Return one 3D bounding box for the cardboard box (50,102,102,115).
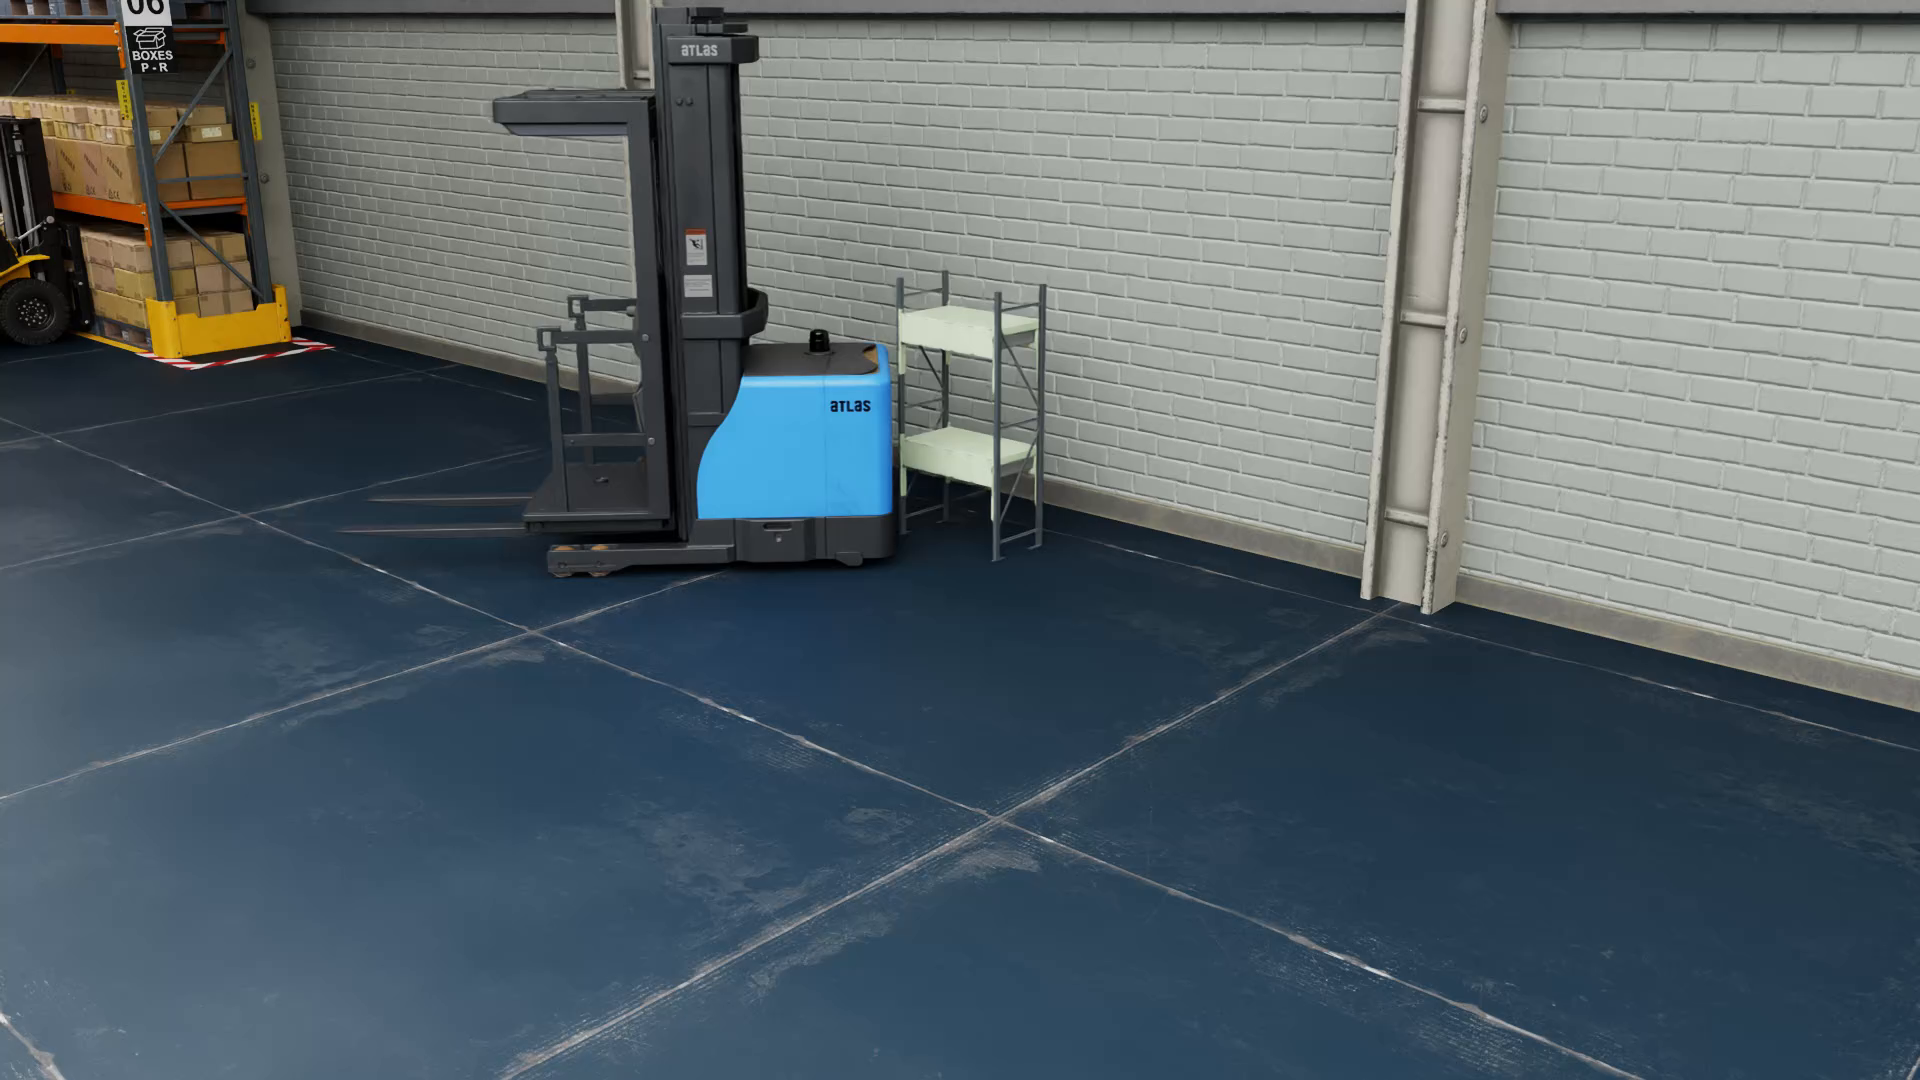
[{"bbox_3d":[-8.278,-4.021,15.593,0.250,0.149,0.380,15,23,40],"label":"cardboard box"}]

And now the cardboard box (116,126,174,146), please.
[{"bbox_3d":[-7.164,-3.554,14.615,0.250,0.149,0.380,15,23,40],"label":"cardboard box"}]

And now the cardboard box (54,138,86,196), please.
[{"bbox_3d":[-8.026,-3.487,15.476,0.500,0.500,0.500,14,23,38],"label":"cardboard box"}]

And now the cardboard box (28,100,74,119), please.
[{"bbox_3d":[-8.653,-4.121,15.909,0.250,0.149,0.380,15,23,39],"label":"cardboard box"}]

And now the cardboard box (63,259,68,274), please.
[{"bbox_3d":[-8.430,-2.649,16.026,0.500,0.250,0.500,15,23,39],"label":"cardboard box"}]

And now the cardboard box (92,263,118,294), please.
[{"bbox_3d":[-7.658,-2.449,15.395,0.500,0.250,0.500,15,23,39],"label":"cardboard box"}]

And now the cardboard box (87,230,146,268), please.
[{"bbox_3d":[-7.656,-2.681,15.298,0.500,0.250,0.500,16,23,40],"label":"cardboard box"}]

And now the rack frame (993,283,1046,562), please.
[{"bbox_3d":[0.326,-0.637,9.140,0.023,1.500,0.400,16,23,40],"label":"rack frame"}]

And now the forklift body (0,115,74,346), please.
[{"bbox_3d":[-9.348,-2.755,14.736,1.214,2.155,2.313,15,23,39],"label":"forklift body"}]

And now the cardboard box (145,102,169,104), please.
[{"bbox_3d":[-7.597,-4.016,15.578,0.250,0.149,0.380,16,24,41],"label":"cardboard box"}]

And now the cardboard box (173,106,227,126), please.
[{"bbox_3d":[-6.828,-3.806,14.915,0.250,0.149,0.380,14,23,38],"label":"cardboard box"}]

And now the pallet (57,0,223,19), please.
[{"bbox_3d":[-7.230,-4.727,14.734,1.213,0.211,1.003,15,23,39],"label":"pallet"}]

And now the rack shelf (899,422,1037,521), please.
[{"bbox_3d":[0.058,-0.402,9.476,0.720,0.370,0.431,16,23,40],"label":"rack shelf"}]

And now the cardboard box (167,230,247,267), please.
[{"bbox_3d":[-6.953,-2.697,15.349,0.500,0.250,0.500,15,23,38],"label":"cardboard box"}]

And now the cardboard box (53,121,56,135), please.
[{"bbox_3d":[-8.267,-3.877,15.631,0.250,0.149,0.380,15,23,39],"label":"cardboard box"}]

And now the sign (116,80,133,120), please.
[{"bbox_3d":[-7.089,-3.736,14.120,0.005,0.325,0.100,15,23,39],"label":"sign"}]

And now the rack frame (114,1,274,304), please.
[{"bbox_3d":[-6.719,-3.191,14.709,0.127,3.000,1.000,15,23,39],"label":"rack frame"}]

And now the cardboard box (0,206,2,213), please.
[{"bbox_3d":[-10.683,-3.323,18.354,0.625,0.625,0.875,15,23,39],"label":"cardboard box"}]

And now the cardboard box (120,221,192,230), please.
[{"bbox_3d":[-7.696,-2.899,15.986,0.500,0.250,0.500,15,23,39],"label":"cardboard box"}]

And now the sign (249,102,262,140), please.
[{"bbox_3d":[-6.346,-3.766,14.958,0.005,0.325,0.100,15,23,39],"label":"sign"}]

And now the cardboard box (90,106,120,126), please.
[{"bbox_3d":[-7.545,-3.803,14.907,0.250,0.149,0.380,16,23,40],"label":"cardboard box"}]

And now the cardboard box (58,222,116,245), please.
[{"bbox_3d":[-8.414,-2.883,15.936,0.500,0.250,0.500,14,23,38],"label":"cardboard box"}]

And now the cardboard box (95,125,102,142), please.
[{"bbox_3d":[-7.528,-3.665,14.963,0.250,0.149,0.380,16,23,40],"label":"cardboard box"}]

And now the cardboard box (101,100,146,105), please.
[{"bbox_3d":[-7.966,-4.123,15.914,0.250,0.149,0.380,15,23,40],"label":"cardboard box"}]

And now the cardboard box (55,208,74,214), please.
[{"bbox_3d":[-9.214,-3.306,17.267,0.500,0.250,0.500,16,23,40],"label":"cardboard box"}]

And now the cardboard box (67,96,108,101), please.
[{"bbox_3d":[-8.675,-4.351,16.635,0.250,0.149,0.380,14,23,38],"label":"cardboard box"}]

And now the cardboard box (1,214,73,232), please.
[{"bbox_3d":[-9.181,-3.088,16.580,0.500,0.250,0.500,15,23,39],"label":"cardboard box"}]

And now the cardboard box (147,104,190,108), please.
[{"bbox_3d":[-7.208,-3.916,15.262,0.250,0.149,0.380,16,23,40],"label":"cardboard box"}]

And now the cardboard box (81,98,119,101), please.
[{"bbox_3d":[-8.335,-4.233,16.261,0.250,0.149,0.380,15,23,39],"label":"cardboard box"}]

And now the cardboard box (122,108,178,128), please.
[{"bbox_3d":[-7.127,-3.714,14.627,0.250,0.149,0.380,15,23,39],"label":"cardboard box"}]

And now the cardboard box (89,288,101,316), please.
[{"bbox_3d":[-8.014,-2.308,15.777,0.500,0.250,0.500,15,23,40],"label":"cardboard box"}]

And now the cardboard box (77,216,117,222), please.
[{"bbox_3d":[-8.456,-3.103,16.628,0.500,0.250,0.500,15,23,40],"label":"cardboard box"}]

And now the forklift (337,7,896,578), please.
[{"bbox_3d":[-1.893,-1.360,9.052,3.031,2.935,1.130,-1,18,-4],"label":"forklift"}]

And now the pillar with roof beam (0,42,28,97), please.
[{"bbox_3d":[-13.986,-6.625,15.611,0.400,9.000,9.100,15,23,39],"label":"pillar with roof beam"}]

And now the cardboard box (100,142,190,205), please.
[{"bbox_3d":[-7.261,-3.278,14.818,0.500,0.500,0.500,14,23,38],"label":"cardboard box"}]

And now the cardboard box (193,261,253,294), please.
[{"bbox_3d":[-6.933,-2.461,15.431,0.500,0.250,0.500,16,23,40],"label":"cardboard box"}]

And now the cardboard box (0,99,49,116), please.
[{"bbox_3d":[-9.092,-4.206,16.176,0.250,0.149,0.380,16,23,40],"label":"cardboard box"}]

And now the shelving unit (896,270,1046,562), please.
[{"bbox_3d":[0.058,-0.712,9.377,0.755,1.500,0.431,16,23,40],"label":"shelving unit"}]

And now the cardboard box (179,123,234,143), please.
[{"bbox_3d":[-6.800,-3.675,14.995,0.250,0.149,0.380,14,23,38],"label":"cardboard box"}]

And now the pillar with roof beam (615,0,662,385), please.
[{"bbox_3d":[-5.011,-4.216,8.019,0.400,9.000,9.100,15,23,39],"label":"pillar with roof beam"}]

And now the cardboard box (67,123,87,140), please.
[{"bbox_3d":[-7.937,-3.760,15.264,0.250,0.149,0.380,14,22,38],"label":"cardboard box"}]

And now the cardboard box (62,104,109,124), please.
[{"bbox_3d":[-7.951,-3.897,15.203,0.250,0.149,0.380,16,23,41],"label":"cardboard box"}]

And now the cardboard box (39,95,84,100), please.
[{"bbox_3d":[-9.111,-4.438,16.906,0.250,0.149,0.380,14,23,38],"label":"cardboard box"}]

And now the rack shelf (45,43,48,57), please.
[{"bbox_3d":[-11.206,-5.483,18.160,4.000,0.370,1.077,15,23,39],"label":"rack shelf"}]

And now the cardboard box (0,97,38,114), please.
[{"bbox_3d":[-9.402,-4.334,16.579,0.250,0.149,0.380,15,23,40],"label":"cardboard box"}]

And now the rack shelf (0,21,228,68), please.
[{"bbox_3d":[-8.215,-4.680,15.629,4.000,0.370,1.077,15,23,39],"label":"rack shelf"}]

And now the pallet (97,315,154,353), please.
[{"bbox_3d":[-7.318,-2.006,15.584,1.213,0.211,1.003,15,23,39],"label":"pallet"}]

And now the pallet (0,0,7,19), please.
[{"bbox_3d":[-9.055,-5.217,16.278,1.213,0.211,1.003,15,23,39],"label":"pallet"}]

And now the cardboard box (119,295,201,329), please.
[{"bbox_3d":[-7.280,-2.104,15.133,0.500,0.250,0.500,15,23,40],"label":"cardboard box"}]
